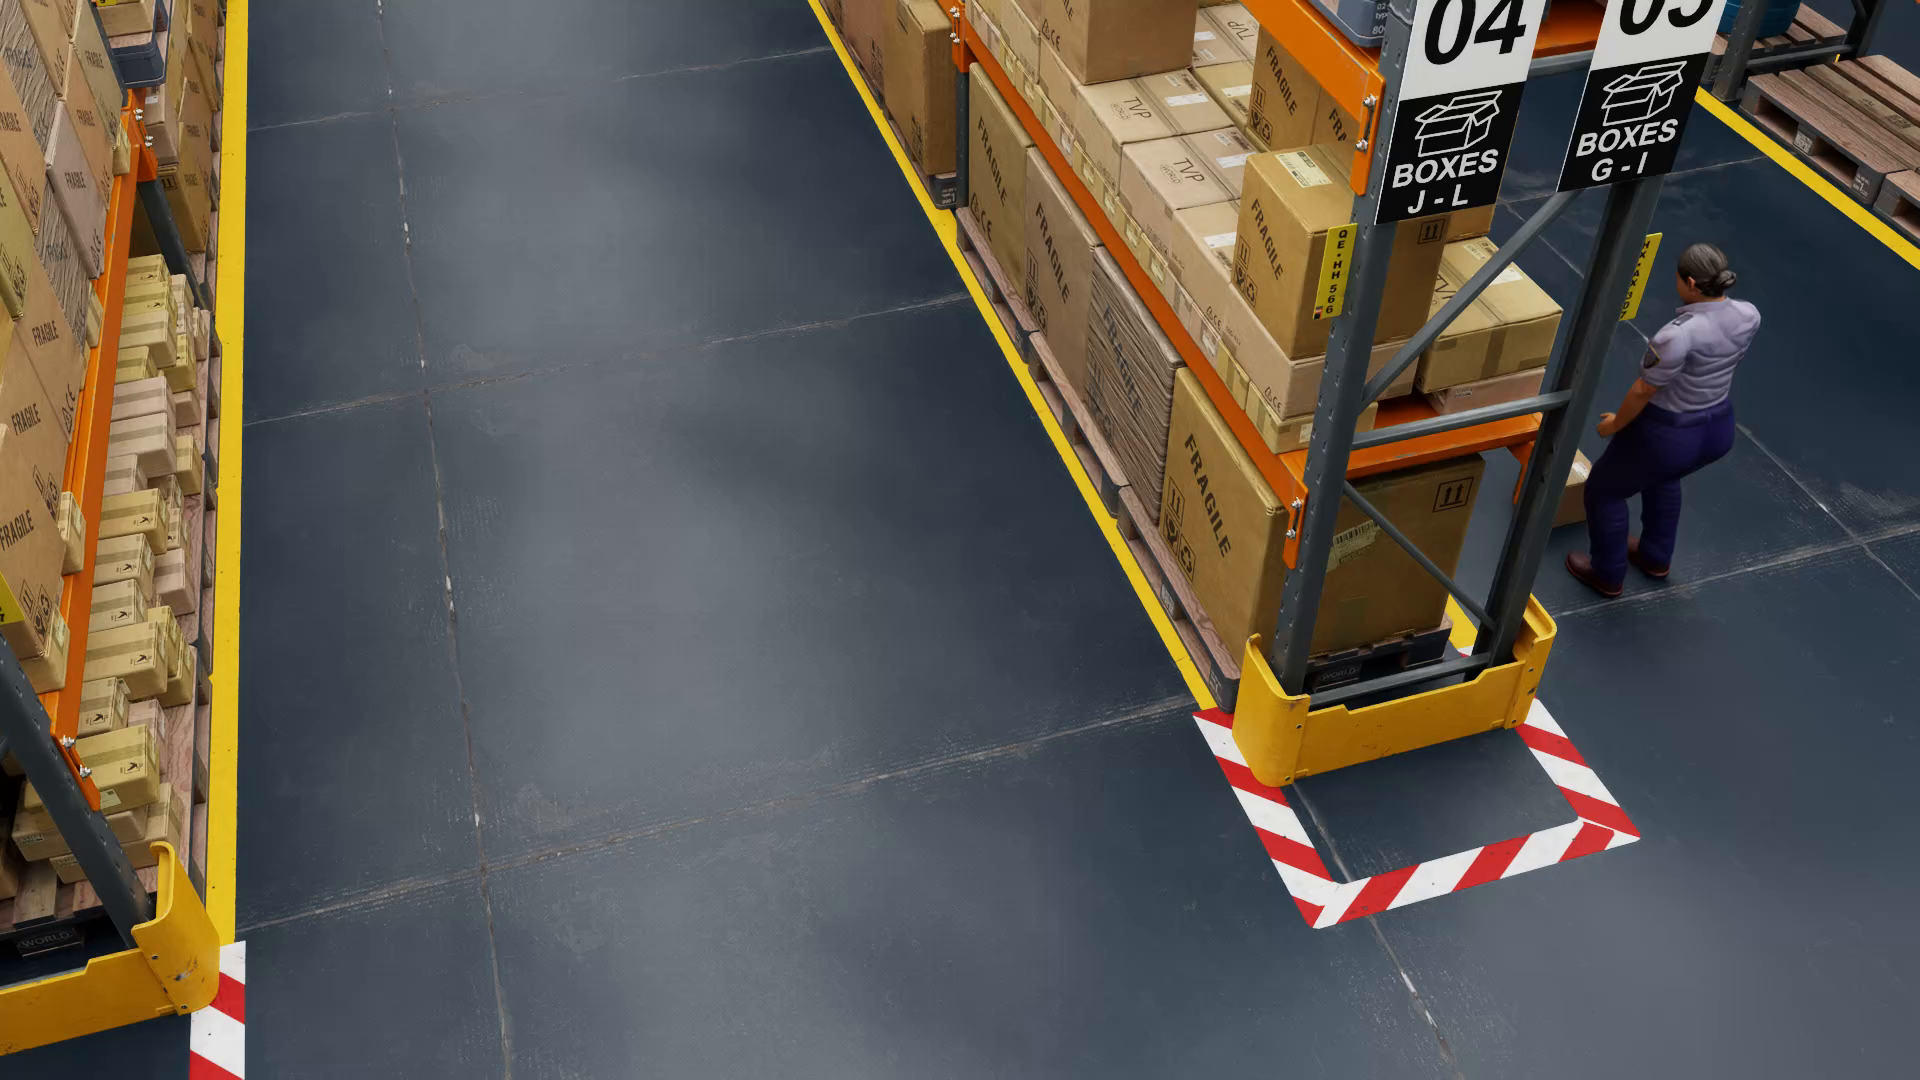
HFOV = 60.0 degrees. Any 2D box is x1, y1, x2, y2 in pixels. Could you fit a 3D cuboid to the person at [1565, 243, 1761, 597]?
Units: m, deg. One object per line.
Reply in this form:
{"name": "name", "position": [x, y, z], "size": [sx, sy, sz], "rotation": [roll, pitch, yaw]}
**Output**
{"name": "person", "position": [2.845, -0.436, 6.698], "size": [0.496, 1.594, 0.390], "rotation": [-17, 45, -17]}
